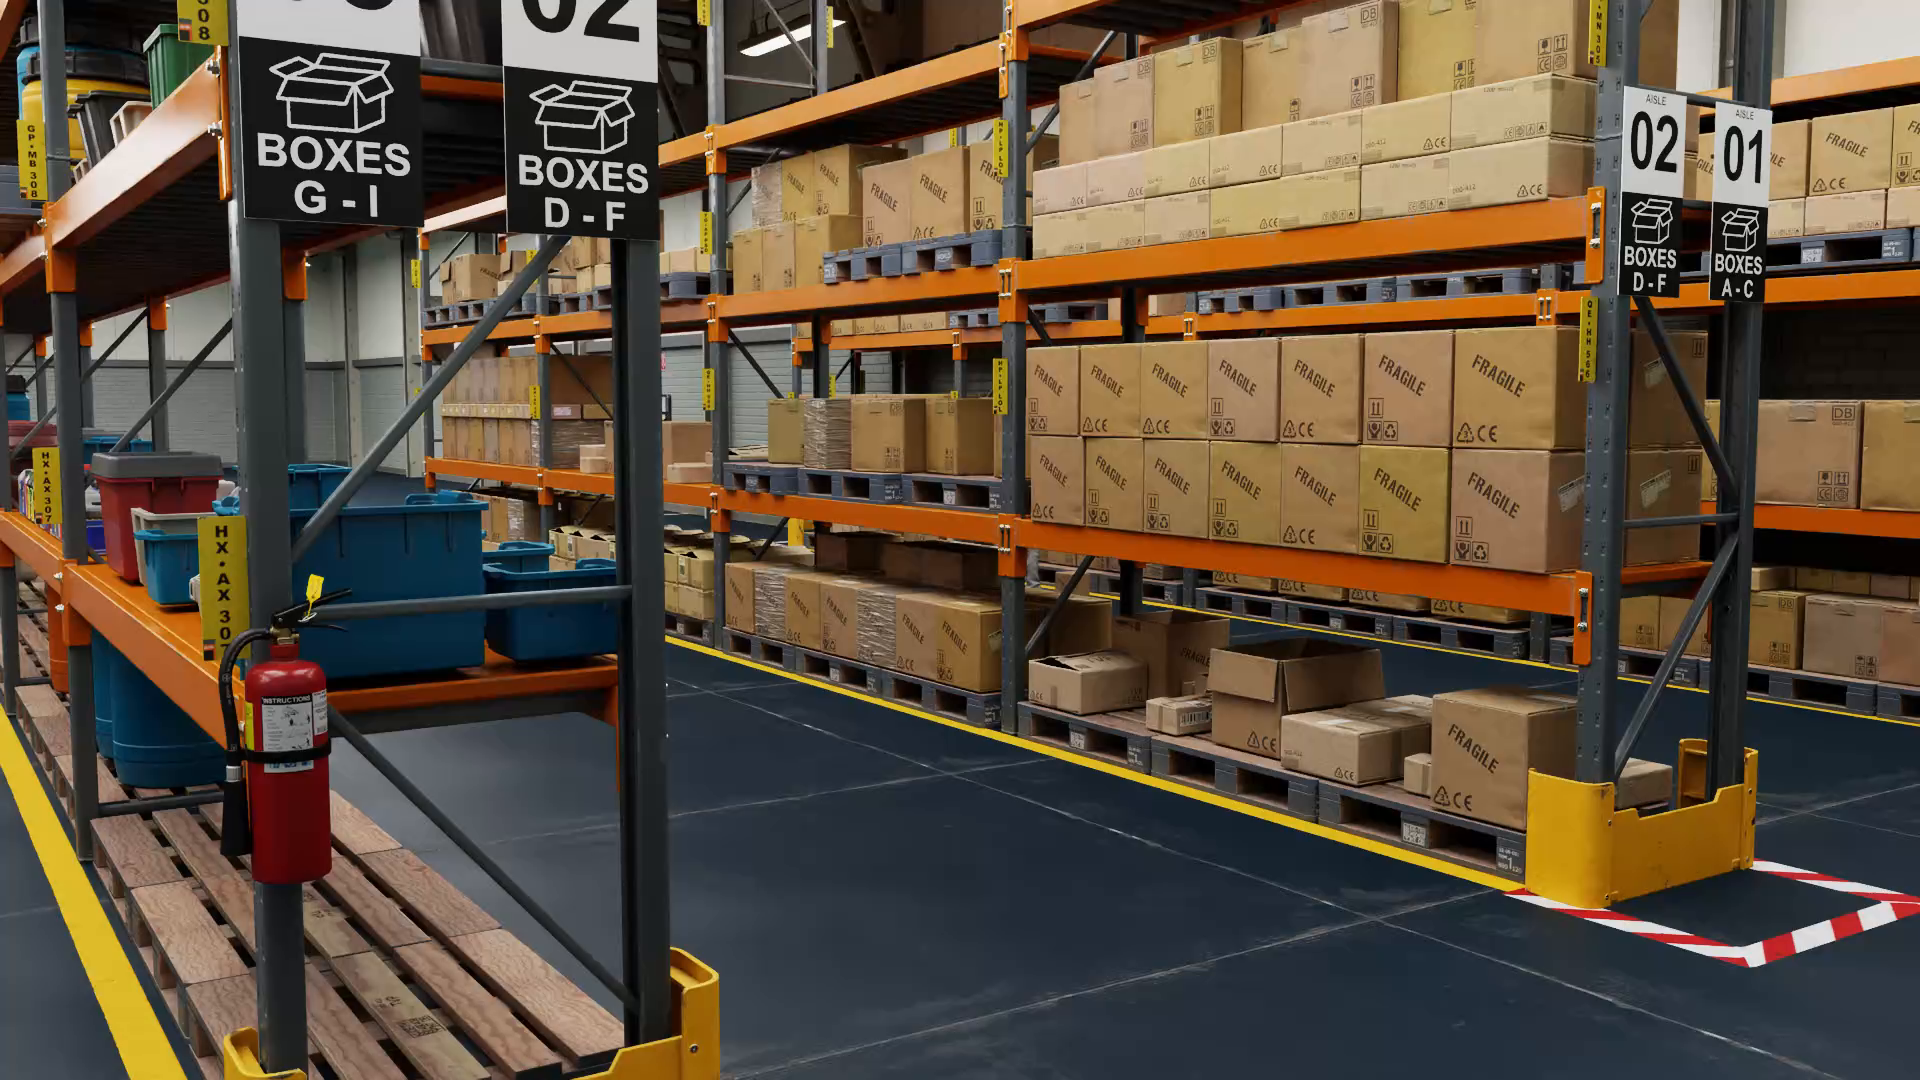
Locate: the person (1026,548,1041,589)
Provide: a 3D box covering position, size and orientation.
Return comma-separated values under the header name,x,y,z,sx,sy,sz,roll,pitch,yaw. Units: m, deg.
name,x,y,z,sx,sy,sz,roll,pitch,yaw
person,0.699,-0.215,16.787,0.313,1.604,0.408,-4,6,-41
